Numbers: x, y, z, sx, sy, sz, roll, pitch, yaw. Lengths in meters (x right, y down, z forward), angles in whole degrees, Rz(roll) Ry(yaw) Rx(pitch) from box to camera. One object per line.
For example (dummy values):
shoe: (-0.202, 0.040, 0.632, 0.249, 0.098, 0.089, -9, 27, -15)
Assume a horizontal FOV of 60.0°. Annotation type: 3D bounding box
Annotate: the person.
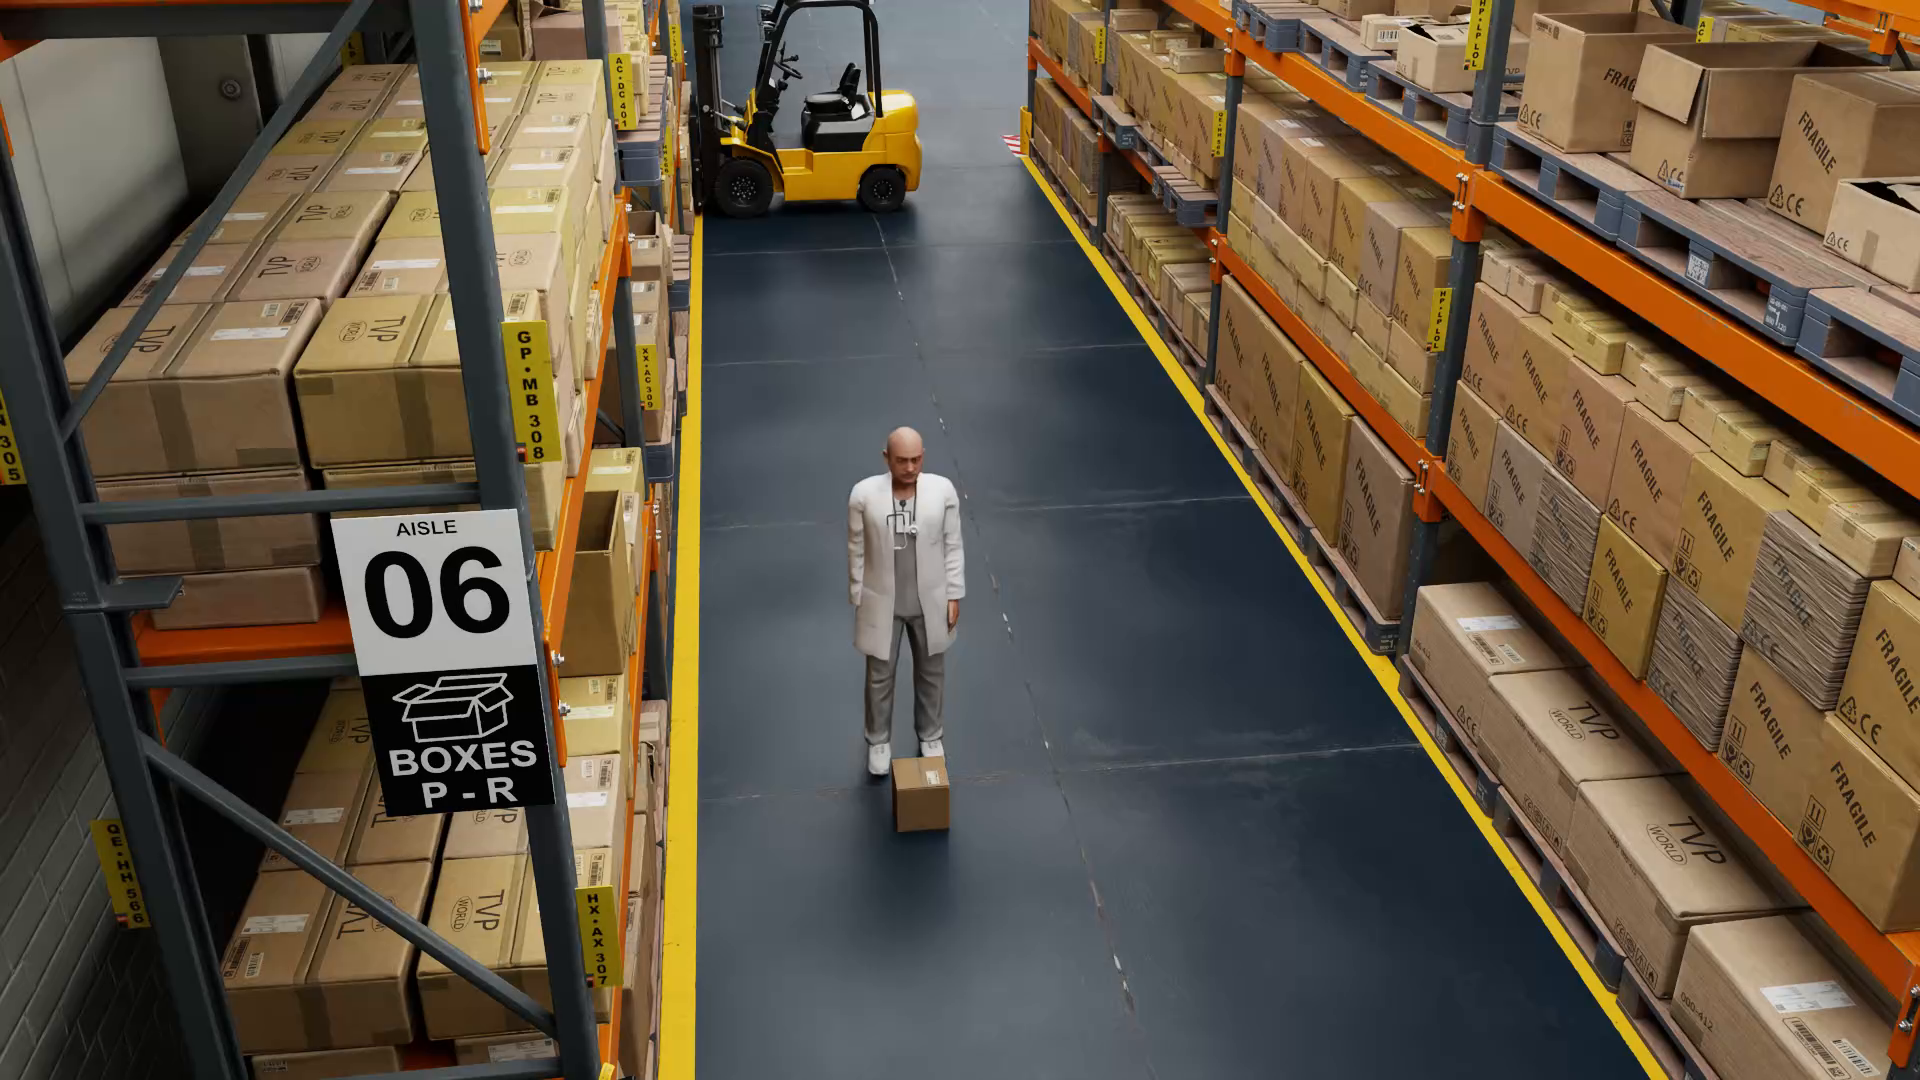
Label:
person: (-0.253, 0.301, 8.039, 0.562, 1.779, 0.388, -3, 27, -6)
